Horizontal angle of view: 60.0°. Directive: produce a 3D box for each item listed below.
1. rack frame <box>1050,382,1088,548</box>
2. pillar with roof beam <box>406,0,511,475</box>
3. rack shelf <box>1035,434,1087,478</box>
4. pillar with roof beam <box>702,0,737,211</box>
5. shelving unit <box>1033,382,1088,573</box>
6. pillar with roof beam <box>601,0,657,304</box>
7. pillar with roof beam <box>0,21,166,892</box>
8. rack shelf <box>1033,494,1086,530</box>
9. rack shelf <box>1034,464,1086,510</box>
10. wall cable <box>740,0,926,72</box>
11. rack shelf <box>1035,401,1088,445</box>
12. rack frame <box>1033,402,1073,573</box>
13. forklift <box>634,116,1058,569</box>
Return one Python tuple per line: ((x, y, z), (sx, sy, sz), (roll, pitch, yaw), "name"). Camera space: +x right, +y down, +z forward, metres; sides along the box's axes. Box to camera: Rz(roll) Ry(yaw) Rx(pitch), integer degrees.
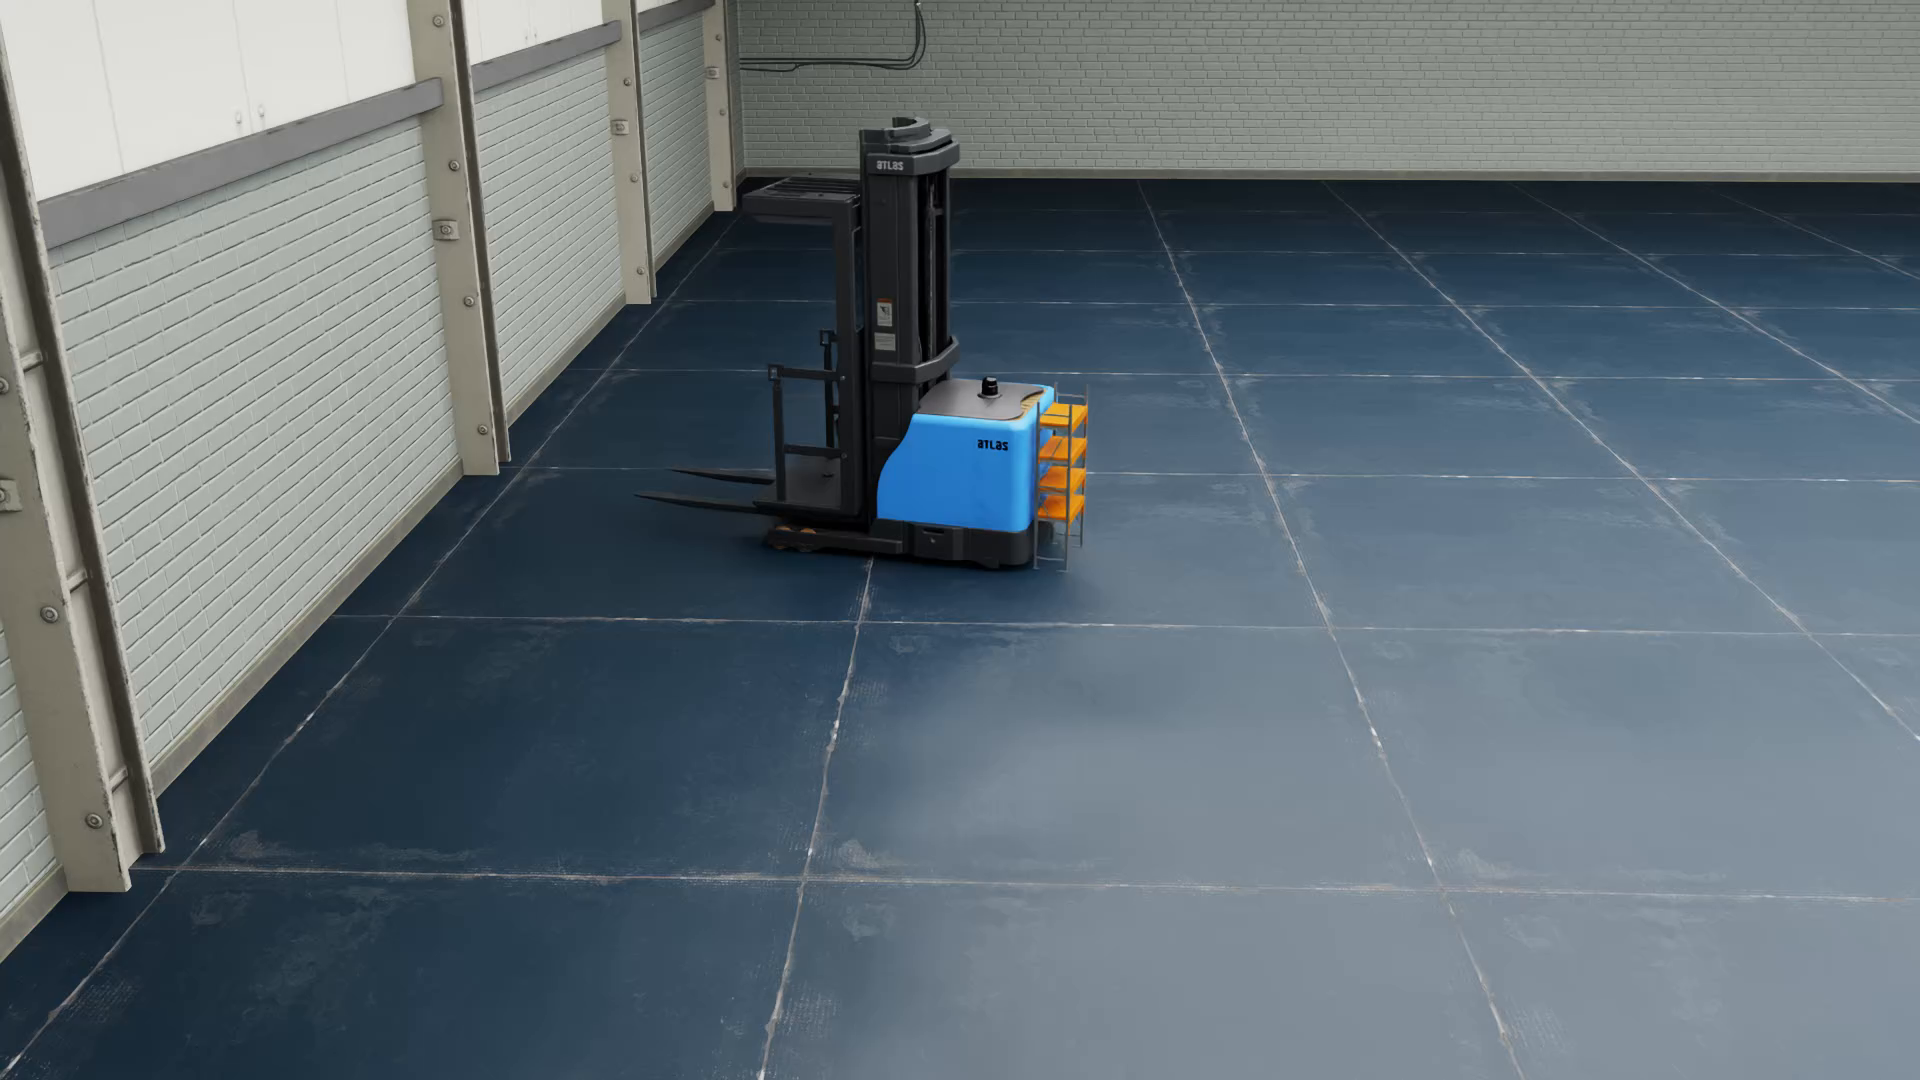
((0.766, -0.518, 11.704), (0.240, 1.200, 0.015), (6, 22, 15), "rack frame")
((0.434, -4.743, 11.813), (9.100, 9.000, 0.400), (1, 21, 2), "pillar with roof beam")
((0.697, -0.579, 11.429), (0.258, 0.148, 0.480), (6, 22, 15), "rack shelf")
((0.799, -9.082, 22.995), (9.100, 9.000, 0.400), (1, 21, 2), "pillar with roof beam")
((0.696, -0.434, 11.486), (0.258, 1.200, 0.503), (6, 22, 15), "shelving unit")
((0.617, -6.912, 17.404), (9.100, 9.000, 0.400), (1, 21, 2), "pillar with roof beam")
((0.252, -2.574, 6.221), (9.100, 9.000, 0.400), (1, 21, 2), "pillar with roof beam")
((0.695, -0.186, 11.583), (0.258, 0.148, 0.480), (6, 22, 15), "rack shelf")
((0.696, -0.371, 11.511), (0.258, 0.148, 0.480), (6, 22, 15), "rack shelf")
((-2.092, -8.732, 26.386), (3.097, 2.526, 0.112), (1, 21, 2), "wall cable")
((0.698, -0.800, 11.344), (0.258, 0.148, 0.480), (6, 22, 15), "rack shelf")
((0.627, -0.349, 11.268), (0.240, 1.200, 0.015), (6, 22, 15), "rack frame")
((-0.864, -1.454, 11.724), (3.031, 2.935, 1.130), (6, 22, 15), "forklift")
